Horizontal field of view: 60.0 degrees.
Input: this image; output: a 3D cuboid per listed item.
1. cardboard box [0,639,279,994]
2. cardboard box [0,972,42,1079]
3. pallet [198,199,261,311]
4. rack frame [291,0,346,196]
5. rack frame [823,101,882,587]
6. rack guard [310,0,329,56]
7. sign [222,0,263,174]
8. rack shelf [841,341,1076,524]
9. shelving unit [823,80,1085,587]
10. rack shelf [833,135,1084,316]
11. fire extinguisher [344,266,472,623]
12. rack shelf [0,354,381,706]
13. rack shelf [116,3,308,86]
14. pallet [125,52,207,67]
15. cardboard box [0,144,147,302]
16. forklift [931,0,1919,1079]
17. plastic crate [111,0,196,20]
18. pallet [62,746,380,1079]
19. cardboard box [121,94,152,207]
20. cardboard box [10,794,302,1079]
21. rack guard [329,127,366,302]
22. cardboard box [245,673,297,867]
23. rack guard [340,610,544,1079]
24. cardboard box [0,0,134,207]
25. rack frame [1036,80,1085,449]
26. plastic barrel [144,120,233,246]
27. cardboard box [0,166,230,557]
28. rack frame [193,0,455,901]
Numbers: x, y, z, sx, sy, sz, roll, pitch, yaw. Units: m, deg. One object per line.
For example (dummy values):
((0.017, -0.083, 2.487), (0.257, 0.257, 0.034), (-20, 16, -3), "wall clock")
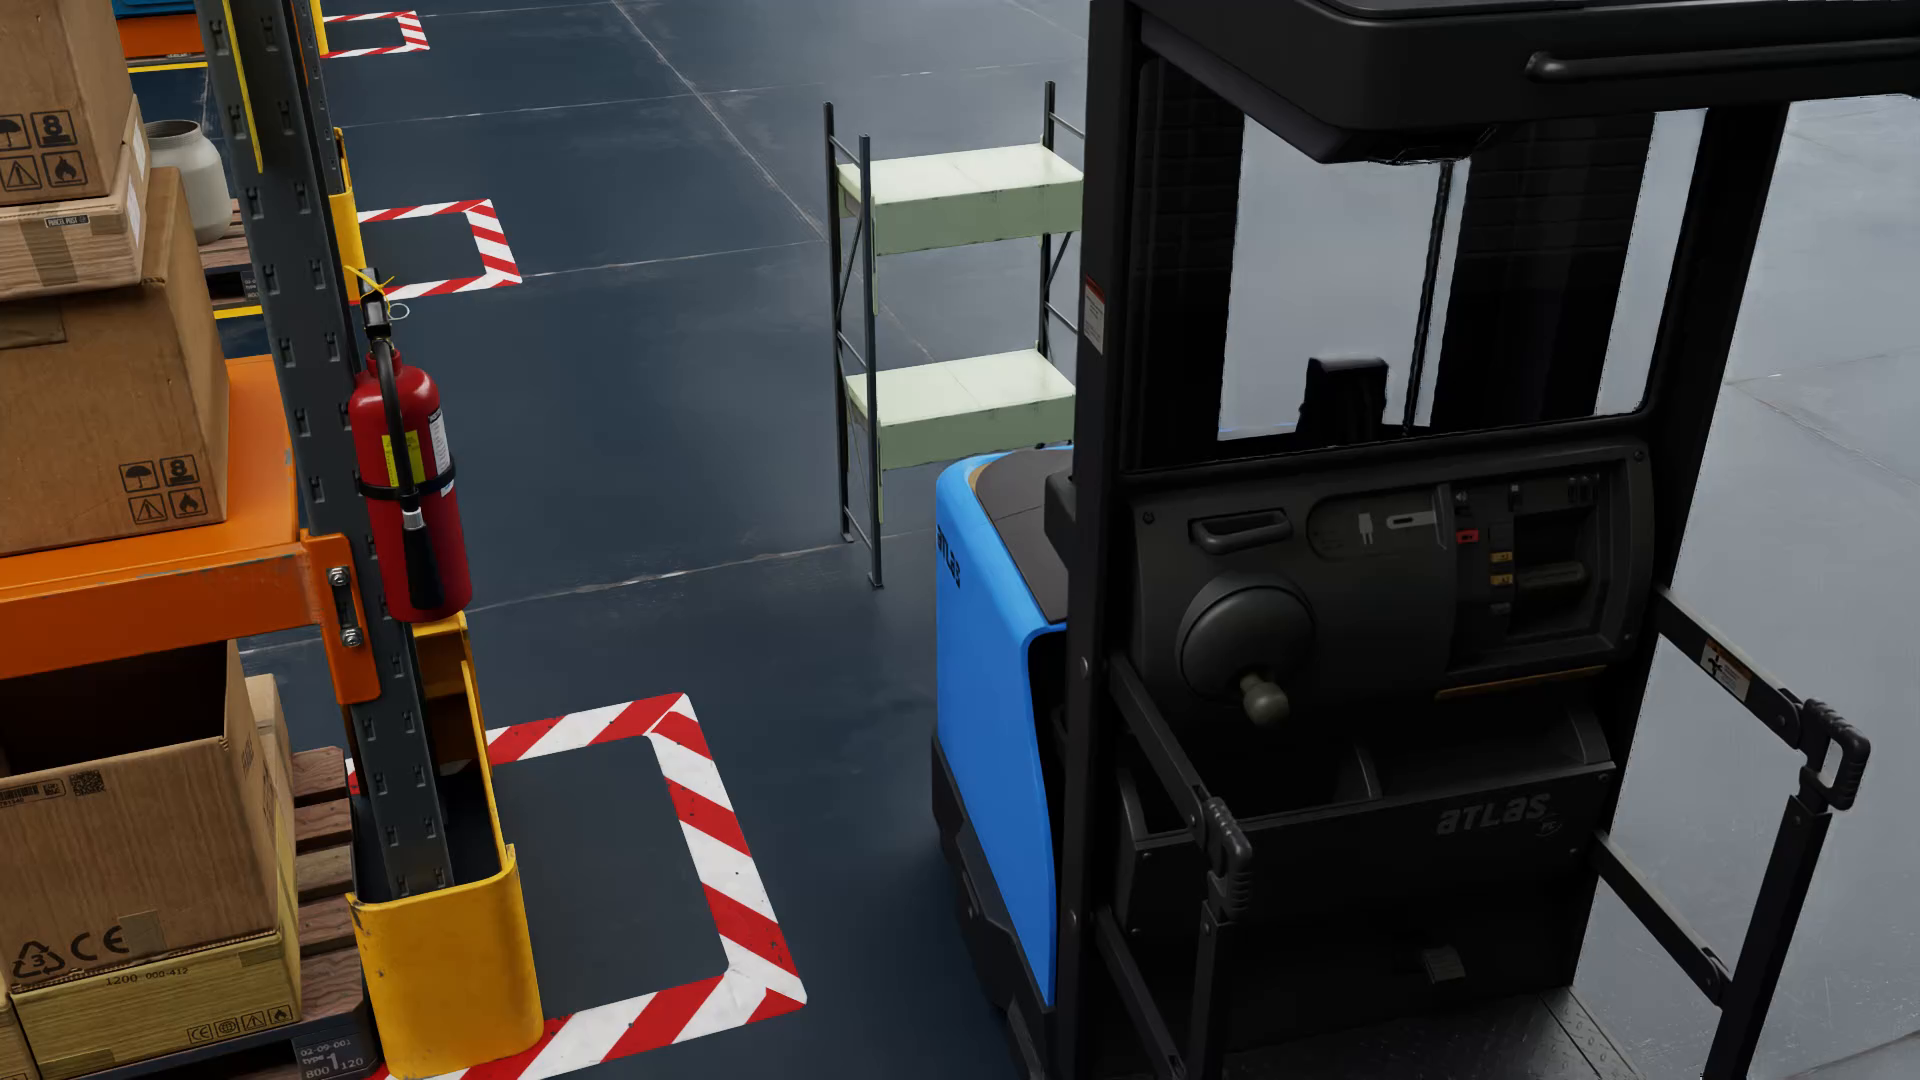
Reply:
((-1.715, 0.518, 3.407), (0.500, 0.500, 0.500), (-10, 31, -18), "cardboard box")
((-2.180, 0.934, 3.433), (0.500, 0.250, 0.500), (-10, 31, -18), "cardboard box")
((-3.858, -1.314, 7.843), (1.213, 0.211, 1.003), (-10, 31, -18), "pallet")
((-3.040, -2.698, 7.456), (0.127, 3.000, 1.000), (-10, 31, -18), "rack frame")
((-0.337, -0.590, 5.270), (0.023, 1.500, 0.400), (-10, 31, -18), "rack frame")
((-4.838, -3.897, 12.085), (0.348, 0.500, 1.175), (-10, 31, -18), "rack guard")
((-1.140, -0.751, 2.630), (0.005, 0.325, 0.100), (-10, 31, -18), "sign")
((0.006, -0.370, 5.542), (0.720, 0.370, 0.431), (-10, 31, -18), "rack shelf")
((0.006, -0.653, 5.381), (0.755, 1.500, 0.431), (-10, 31, -18), "shelving unit")
((0.006, -0.992, 5.188), (0.720, 0.370, 0.431), (-10, 31, -18), "rack shelf")
((-1.043, -0.171, 3.098), (0.183, 0.674, 0.296), (-10, 31, -18), "fire extinguisher")
((-3.190, 0.258, 2.993), (4.000, 0.370, 1.077), (-10, 31, -18), "rack shelf")
((-4.914, -2.040, 7.028), (4.000, 0.370, 1.077), (-10, 31, -18), "rack shelf")
((-5.612, -3.648, 11.939), (1.213, 0.211, 1.003), (-10, 31, -18), "pallet")
((-1.607, -0.570, 2.965), (0.250, 0.149, 0.380), (-11, 31, -18), "cardboard box")
((0.787, 0.115, 2.587), (1.130, 2.935, 3.031), (-7, 30, -12), "forklift")
((-3.404, -2.408, 7.097), (0.616, 0.251, 0.499), (-10, 31, -18), "plastic crate")
((-2.018, 0.963, 3.846), (1.213, 0.211, 1.003), (-10, 31, -18), "pallet")
((-1.759, -0.757, 3.292), (0.250, 0.149, 0.380), (-11, 31, -18), "cardboard box")
((-1.715, 0.842, 3.595), (0.500, 0.250, 0.500), (-10, 31, -18), "cardboard box")
((-3.094, -1.577, 8.013), (0.348, 0.500, 1.175), (-10, 31, -18), "rack guard")
((-1.896, 0.602, 4.016), (0.500, 0.250, 0.500), (-10, 31, -18), "cardboard box")
((-1.293, 0.682, 4.047), (0.348, 0.500, 1.175), (-10, 31, -18), "rack guard")
((-1.807, -0.923, 2.928), (0.500, 0.500, 0.700), (-10, 31, -17), "cardboard box")
((0.349, -0.716, 5.492), (0.023, 1.500, 0.400), (-10, 31, -18), "rack frame")
((-3.630, -1.651, 7.706), (0.421, 0.512, 0.421), (0, 30, 0), "plastic barrel")
((-1.758, -0.368, 3.265), (0.500, 0.500, 0.700), (-10, 31, -18), "cardboard box")
((-1.316, -0.400, 3.421), (0.127, 3.000, 1.000), (-10, 31, -18), "rack frame")
